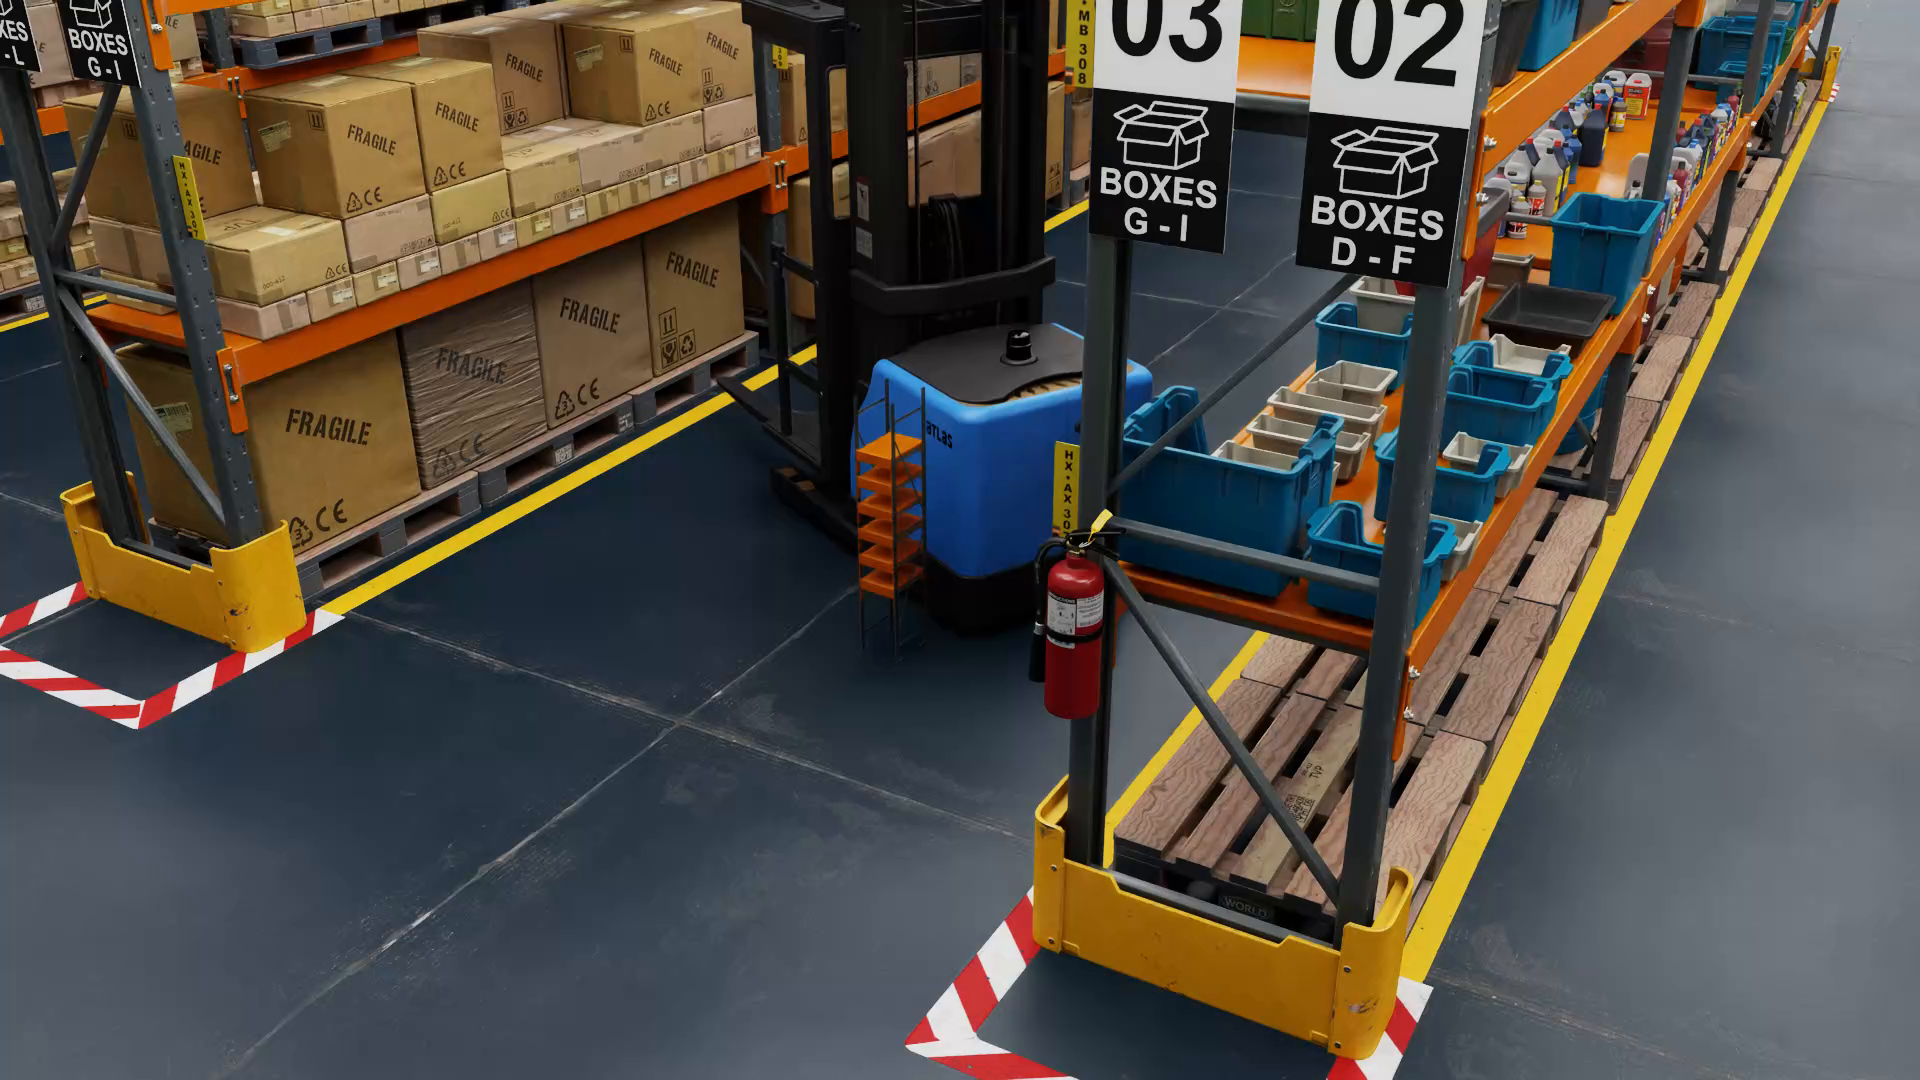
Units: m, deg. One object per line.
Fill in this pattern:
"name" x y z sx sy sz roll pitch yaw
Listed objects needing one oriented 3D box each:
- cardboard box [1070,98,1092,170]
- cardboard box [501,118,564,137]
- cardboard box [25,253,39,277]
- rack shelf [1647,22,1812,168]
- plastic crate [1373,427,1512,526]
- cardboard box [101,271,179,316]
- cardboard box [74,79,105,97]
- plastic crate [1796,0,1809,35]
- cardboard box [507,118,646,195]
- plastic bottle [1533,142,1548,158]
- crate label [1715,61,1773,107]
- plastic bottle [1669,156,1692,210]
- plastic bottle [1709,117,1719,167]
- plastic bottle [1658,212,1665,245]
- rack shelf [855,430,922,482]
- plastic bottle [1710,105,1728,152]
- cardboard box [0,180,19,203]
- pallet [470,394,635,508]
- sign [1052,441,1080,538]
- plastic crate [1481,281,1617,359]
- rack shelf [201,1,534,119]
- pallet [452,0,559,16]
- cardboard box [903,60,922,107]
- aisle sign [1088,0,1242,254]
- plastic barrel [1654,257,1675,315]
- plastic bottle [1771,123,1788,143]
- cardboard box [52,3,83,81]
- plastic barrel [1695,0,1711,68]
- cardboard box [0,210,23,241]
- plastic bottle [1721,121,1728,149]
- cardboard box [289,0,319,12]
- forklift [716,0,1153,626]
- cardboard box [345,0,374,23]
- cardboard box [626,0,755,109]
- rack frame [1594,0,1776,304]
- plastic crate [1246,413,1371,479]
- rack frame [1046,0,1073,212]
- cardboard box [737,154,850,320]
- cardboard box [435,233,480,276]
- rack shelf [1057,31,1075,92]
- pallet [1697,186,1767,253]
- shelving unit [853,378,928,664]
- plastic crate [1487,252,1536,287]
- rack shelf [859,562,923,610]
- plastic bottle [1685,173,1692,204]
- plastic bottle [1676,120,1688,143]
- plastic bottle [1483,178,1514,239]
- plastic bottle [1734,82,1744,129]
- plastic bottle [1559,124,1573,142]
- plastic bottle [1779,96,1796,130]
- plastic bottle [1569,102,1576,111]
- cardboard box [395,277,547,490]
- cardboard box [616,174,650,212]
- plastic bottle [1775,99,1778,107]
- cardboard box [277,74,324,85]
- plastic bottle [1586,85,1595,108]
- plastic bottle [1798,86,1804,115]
"cardboard box" 0.749 -3.502 14.197 0.700 0.500 0.500 13 29 23
"cardboard box" -2.489 -2.144 9.017 0.500 0.250 0.500 15 30 27
"cardboard box" -6.392 -1.926 11.461 0.380 0.149 0.250 15 30 27
"rack shelf" 5.733 -3.525 12.744 1.077 0.370 4.000 14 30 26
"plastic crate" 1.545 -0.182 5.382 0.416 0.233 0.300 14 30 26
"cardboard box" -3.610 -1.139 7.455 0.380 0.149 0.250 15 30 27
"cardboard box" -6.138 -3.155 11.482 0.380 0.149 0.250 13 30 25
"plastic crate" 6.745 -4.399 13.615 0.402 0.464 0.583 14 30 26
"cardboard box" -2.023 -2.034 8.797 0.500 0.250 0.500 15 30 27
"plastic bottle" 3.121 -2.017 9.066 0.152 0.276 0.135 14 30 26
"crate label" 5.283 -3.074 11.227 0.303 0.233 0.416 14 30 26
"plastic bottle" 3.796 -1.910 8.854 0.152 0.276 0.135 14 30 26
"plastic bottle" 4.359 -2.318 9.660 0.061 0.283 0.133 14 30 26
"plastic bottle" 3.440 -1.569 8.256 0.097 0.201 0.097 0 27 0
"rack shelf" -0.288 -0.352 6.908 0.180 0.103 0.258 16 31 29
"plastic bottle" 4.544 -2.475 9.988 0.097 0.271 0.097 0 27 0
"cardboard box" -6.723 -2.429 11.803 0.380 0.149 0.250 15 30 27
"pallet" -2.572 -0.596 9.204 1.003 0.211 1.213 14 30 26
"sign" 0.327 -0.137 4.991 0.100 0.325 0.005 14 30 26
"plastic crate" 2.464 -0.917 6.971 0.437 0.125 0.590 14 30 26
"rack shelf" -4.816 -4.188 14.070 1.077 0.370 4.000 14 30 26
"pallet" -4.090 -4.903 14.907 1.213 0.211 1.003 14 30 26
"cardboard box" -0.594 -3.159 11.098 0.500 0.500 0.500 13 30 25
"aisle sign" 0.523 -1.148 4.289 0.394 0.787 0.004 14 30 26
"plastic barrel" 4.323 -1.708 10.622 0.421 0.512 0.421 0 27 0
"plastic bottle" 7.255 -3.630 14.708 0.097 0.271 0.097 0 27 0
"cardboard box" -6.048 -3.456 11.358 0.500 0.500 0.500 13 30 25
"plastic barrel" 5.276 -3.729 12.224 0.421 0.512 0.421 0 27 0
"cardboard box" -6.543 -2.116 11.178 0.380 0.149 0.250 14 30 26
"plastic bottle" 4.592 -2.482 10.079 0.097 0.201 0.097 0 27 0
"cardboard box" -5.080 -4.093 12.554 0.380 0.149 0.250 14 30 25
"forklift" -0.328 -1.548 8.068 1.130 2.935 3.031 -16 30 -28
"cardboard box" -4.823 -4.162 13.025 0.380 0.149 0.250 15 30 27
"cardboard box" -1.524 -2.762 9.415 0.500 0.500 0.500 15 30 28
"rack frame" 4.749 -3.067 11.026 1.000 3.000 0.127 14 30 26
"plastic crate" 1.212 -0.326 5.777 0.396 0.136 0.243 14 30 26
"rack frame" 0.437 -4.158 13.205 1.000 3.000 0.127 14 30 26
"cardboard box" -1.234 -2.091 10.980 1.225 0.875 0.875 14 30 26
"cardboard box" -2.533 -1.394 7.965 0.380 0.149 0.250 14 30 25
"rack shelf" 1.421 -4.616 14.923 1.077 0.370 4.000 14 30 26
"pallet" 5.765 -2.587 13.183 1.003 0.211 1.213 14 30 26
"shelving unit" -0.288 -0.070 7.049 0.189 1.200 0.258 16 31 29
"plastic crate" 2.428 -1.267 7.658 0.396 0.136 0.243 14 30 26
"rack shelf" -0.288 0.185 7.176 0.180 0.103 0.258 16 31 29
"plastic bottle" 3.877 -1.916 8.949 0.097 0.201 0.097 0 27 0
"plastic bottle" 4.143 -2.278 9.580 0.061 0.283 0.133 14 30 26
"plastic bottle" 2.694 -1.678 8.389 0.152 0.276 0.135 14 30 26
"plastic bottle" 4.921 -2.763 10.550 0.061 0.283 0.133 14 30 26
"plastic bottle" 3.454 -2.247 9.532 0.097 0.271 0.097 0 27 0
"plastic bottle" 7.568 -3.935 15.228 0.144 0.351 0.185 13 29 24
"plastic bottle" 3.647 -2.477 9.978 0.061 0.283 0.133 14 30 26
"cardboard box" -2.806 -0.900 8.600 0.875 0.875 0.875 14 30 26
"cardboard box" -1.902 -1.895 8.964 0.380 0.149 0.250 15 30 27
"plastic bottle" 7.441 -3.909 15.265 0.097 0.271 0.097 0 27 0
"cardboard box" -5.389 -3.679 13.735 0.500 0.250 0.500 16 31 28
"plastic bottle" 3.921 -2.695 10.413 0.061 0.283 0.133 14 30 26
"plastic bottle" 7.947 -4.205 15.851 0.152 0.276 0.135 13 30 25
